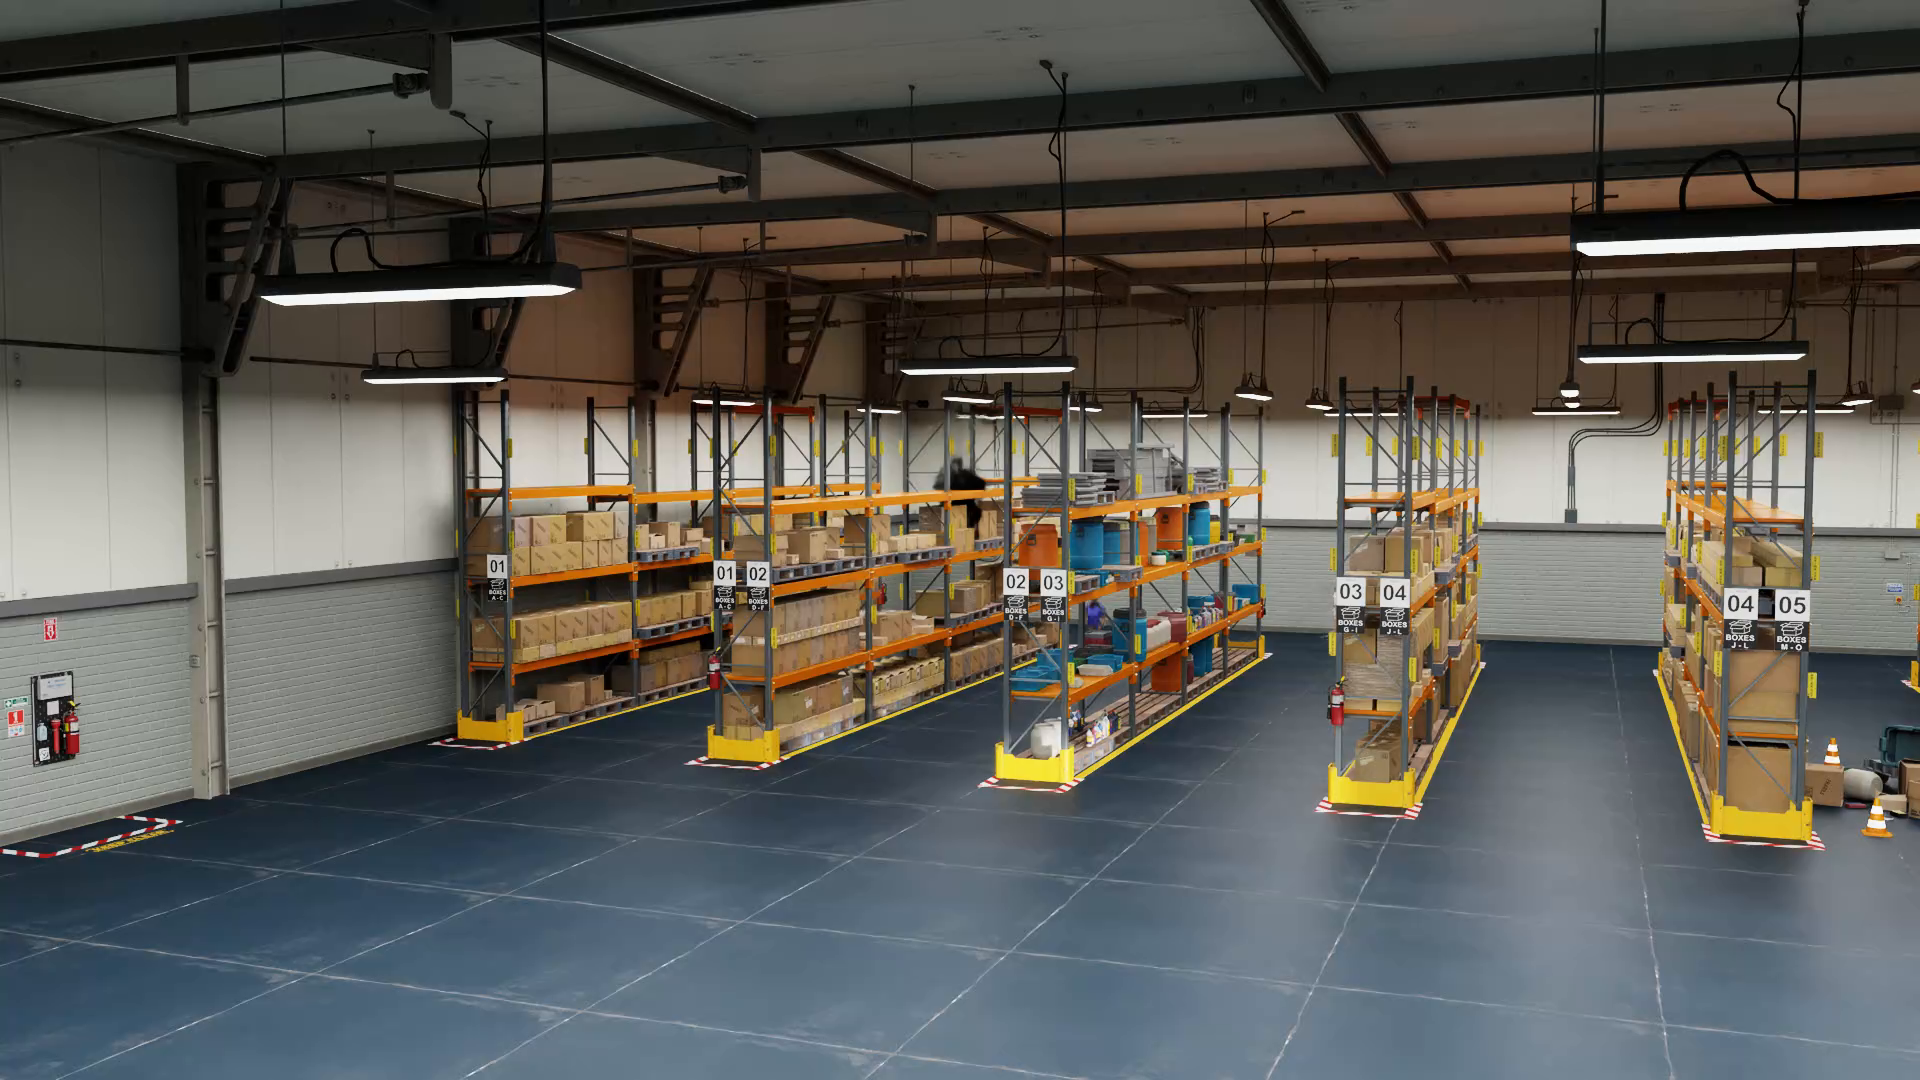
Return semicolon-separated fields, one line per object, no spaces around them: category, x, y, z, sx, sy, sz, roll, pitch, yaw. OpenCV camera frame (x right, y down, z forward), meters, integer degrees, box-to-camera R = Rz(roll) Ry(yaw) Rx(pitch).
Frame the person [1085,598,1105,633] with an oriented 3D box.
person;3.062;2.132;38.330;0.555;1.519;0.550;1;3;11

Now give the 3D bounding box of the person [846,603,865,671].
person;-2.282;2.159;36.865;0.537;1.677;1.114;1;3;16
